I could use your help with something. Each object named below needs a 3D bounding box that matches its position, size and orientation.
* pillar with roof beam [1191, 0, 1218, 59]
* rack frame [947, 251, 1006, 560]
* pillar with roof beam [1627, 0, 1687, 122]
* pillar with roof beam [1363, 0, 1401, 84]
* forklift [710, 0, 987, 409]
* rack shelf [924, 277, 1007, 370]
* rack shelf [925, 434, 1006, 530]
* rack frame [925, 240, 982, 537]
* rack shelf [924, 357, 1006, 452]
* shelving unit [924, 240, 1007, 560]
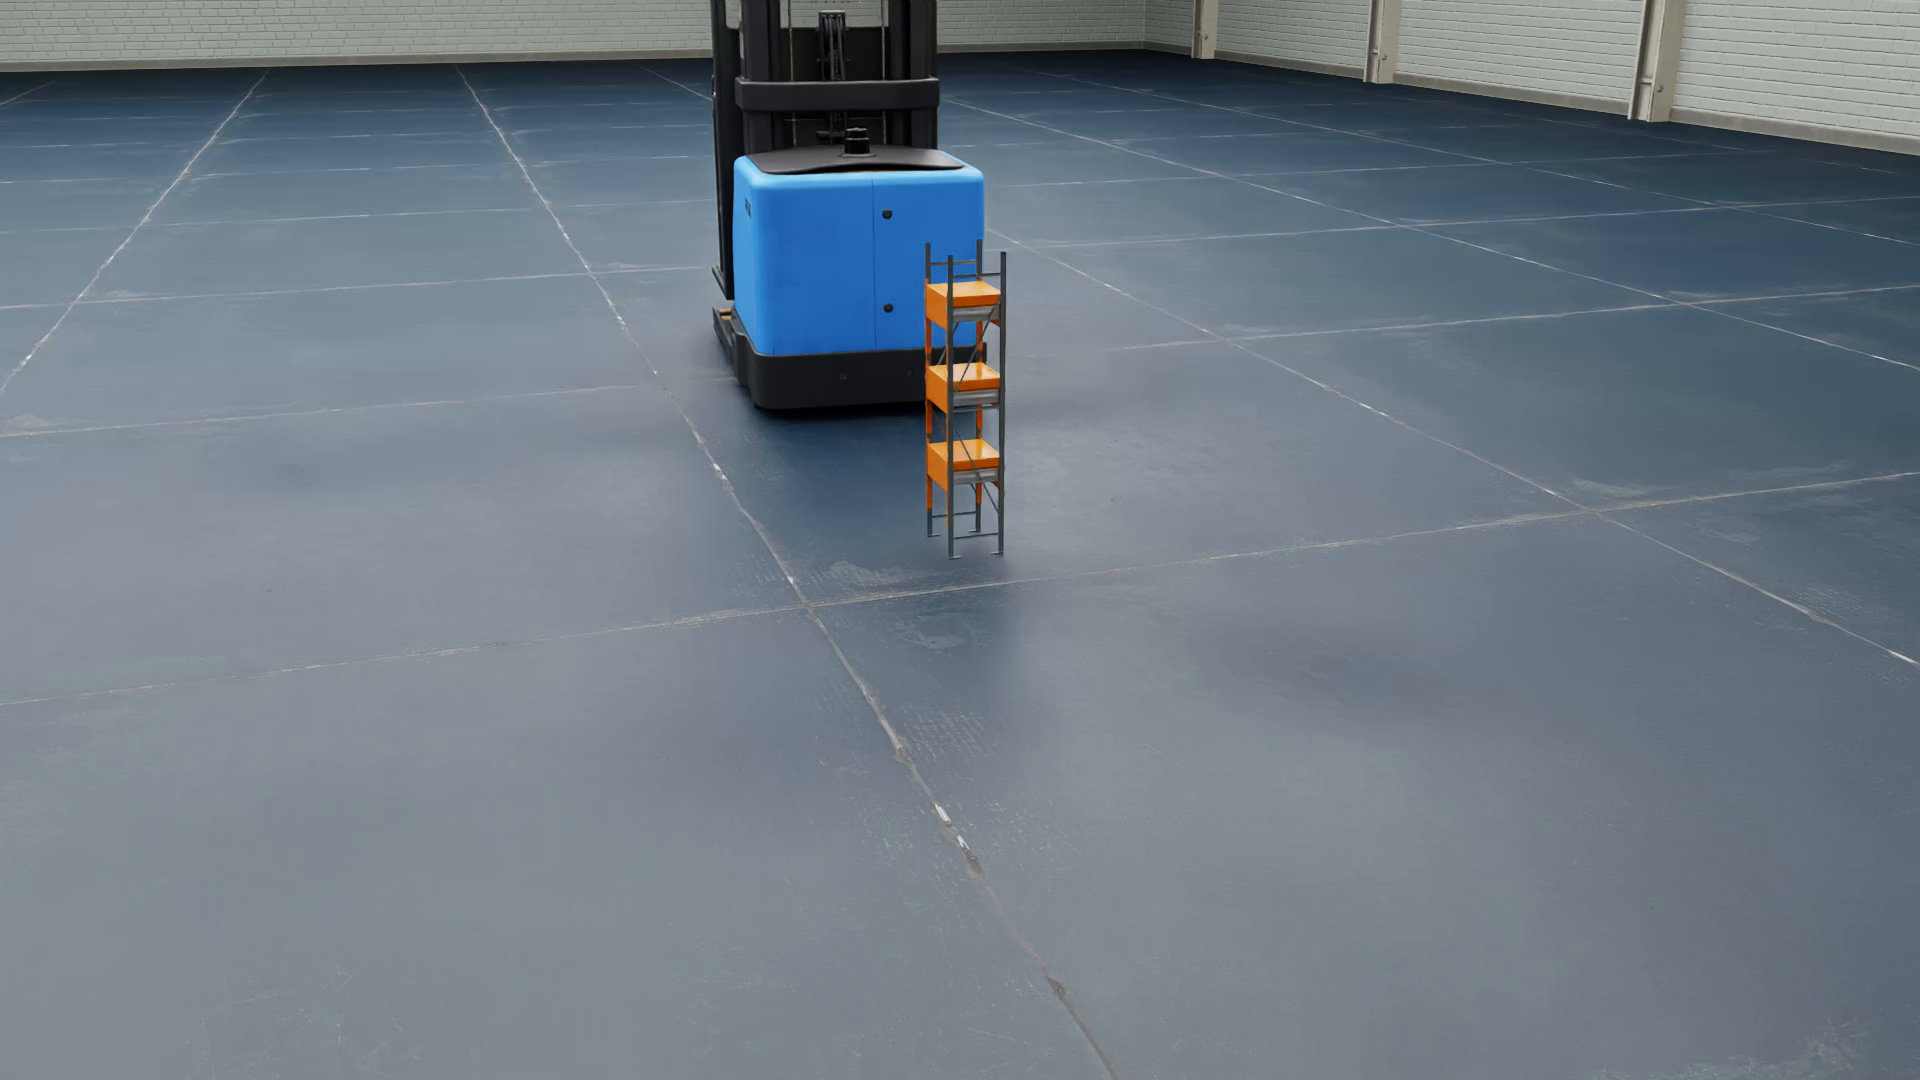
[{"bbox_3d":[0.402,-12.666,27.869,9.100,9.000,0.400,-6,21,-17],"label":"pillar with roof beam"},{"bbox_3d":[0.055,-0.438,5.582,0.200,1.050,0.008,-6,21,-17],"label":"rack frame"},{"bbox_3d":[4.173,-8.815,17.148,9.100,9.000,0.400,-6,21,-17],"label":"pillar with roof beam"},{"bbox_3d":[2.287,-10.741,22.508,9.100,9.000,0.400,-6,21,-17],"label":"pillar with roof beam"},{"bbox_3d":[-0.708,-2.416,8.307,1.130,2.935,3.031,-4,20,-12],"label":"forklift"},{"bbox_3d":[0.017,-0.734,5.599,0.215,0.259,0.240,-6,21,-17],"label":"rack shelf"},{"bbox_3d":[0.017,-0.205,5.789,0.215,0.259,0.240,-6,21,-17],"label":"rack shelf"},{"bbox_3d":[-0.022,-0.516,5.800,0.200,1.050,0.008,-6,21,-17],"label":"rack frame"},{"bbox_3d":[0.017,-0.467,5.695,0.215,0.259,0.240,-6,21,-17],"label":"rack shelf"},{"bbox_3d":[0.017,-0.477,5.691,0.215,1.050,0.252,-6,21,-17],"label":"shelving unit"}]
